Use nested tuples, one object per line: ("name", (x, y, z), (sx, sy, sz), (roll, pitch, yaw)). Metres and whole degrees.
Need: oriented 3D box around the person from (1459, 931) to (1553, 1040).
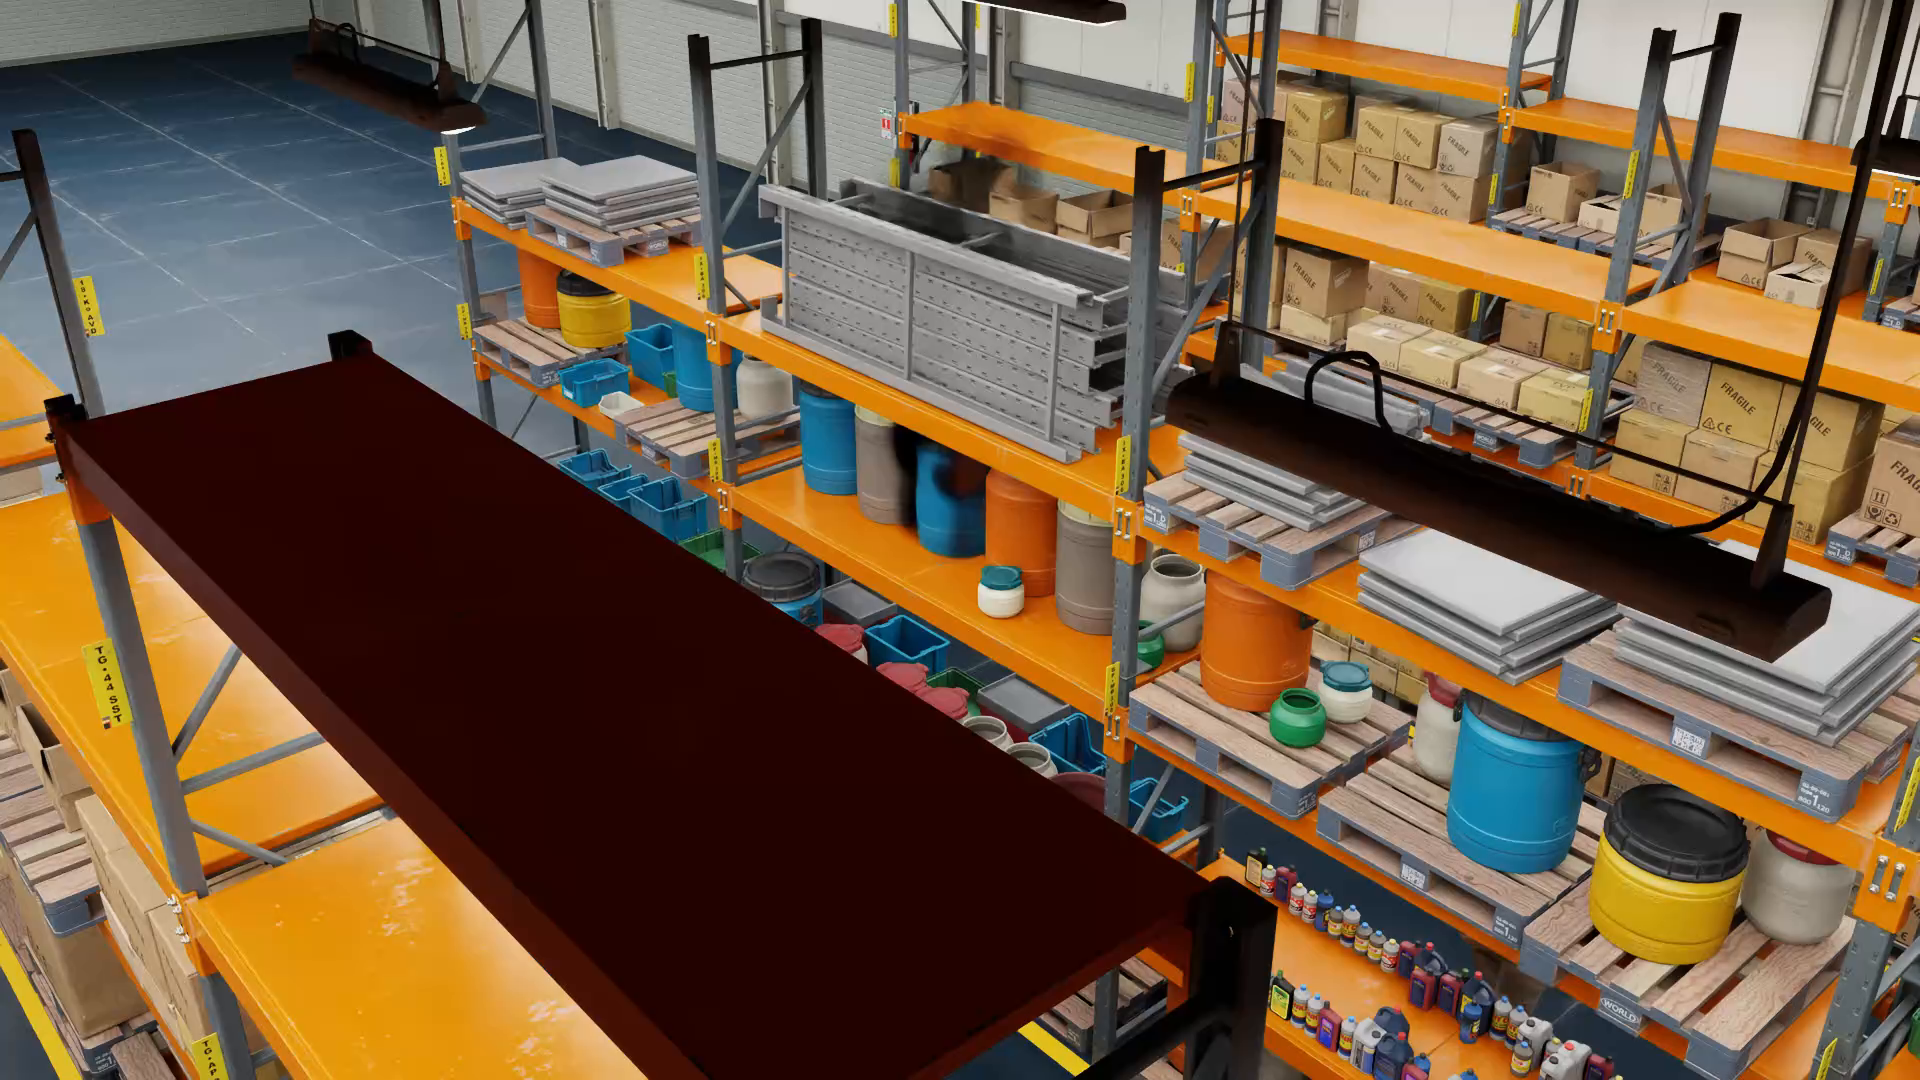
("person", (3.596, 2.644, 10.405), (0.646, 1.609, 0.955), (-23, 35, -37))
